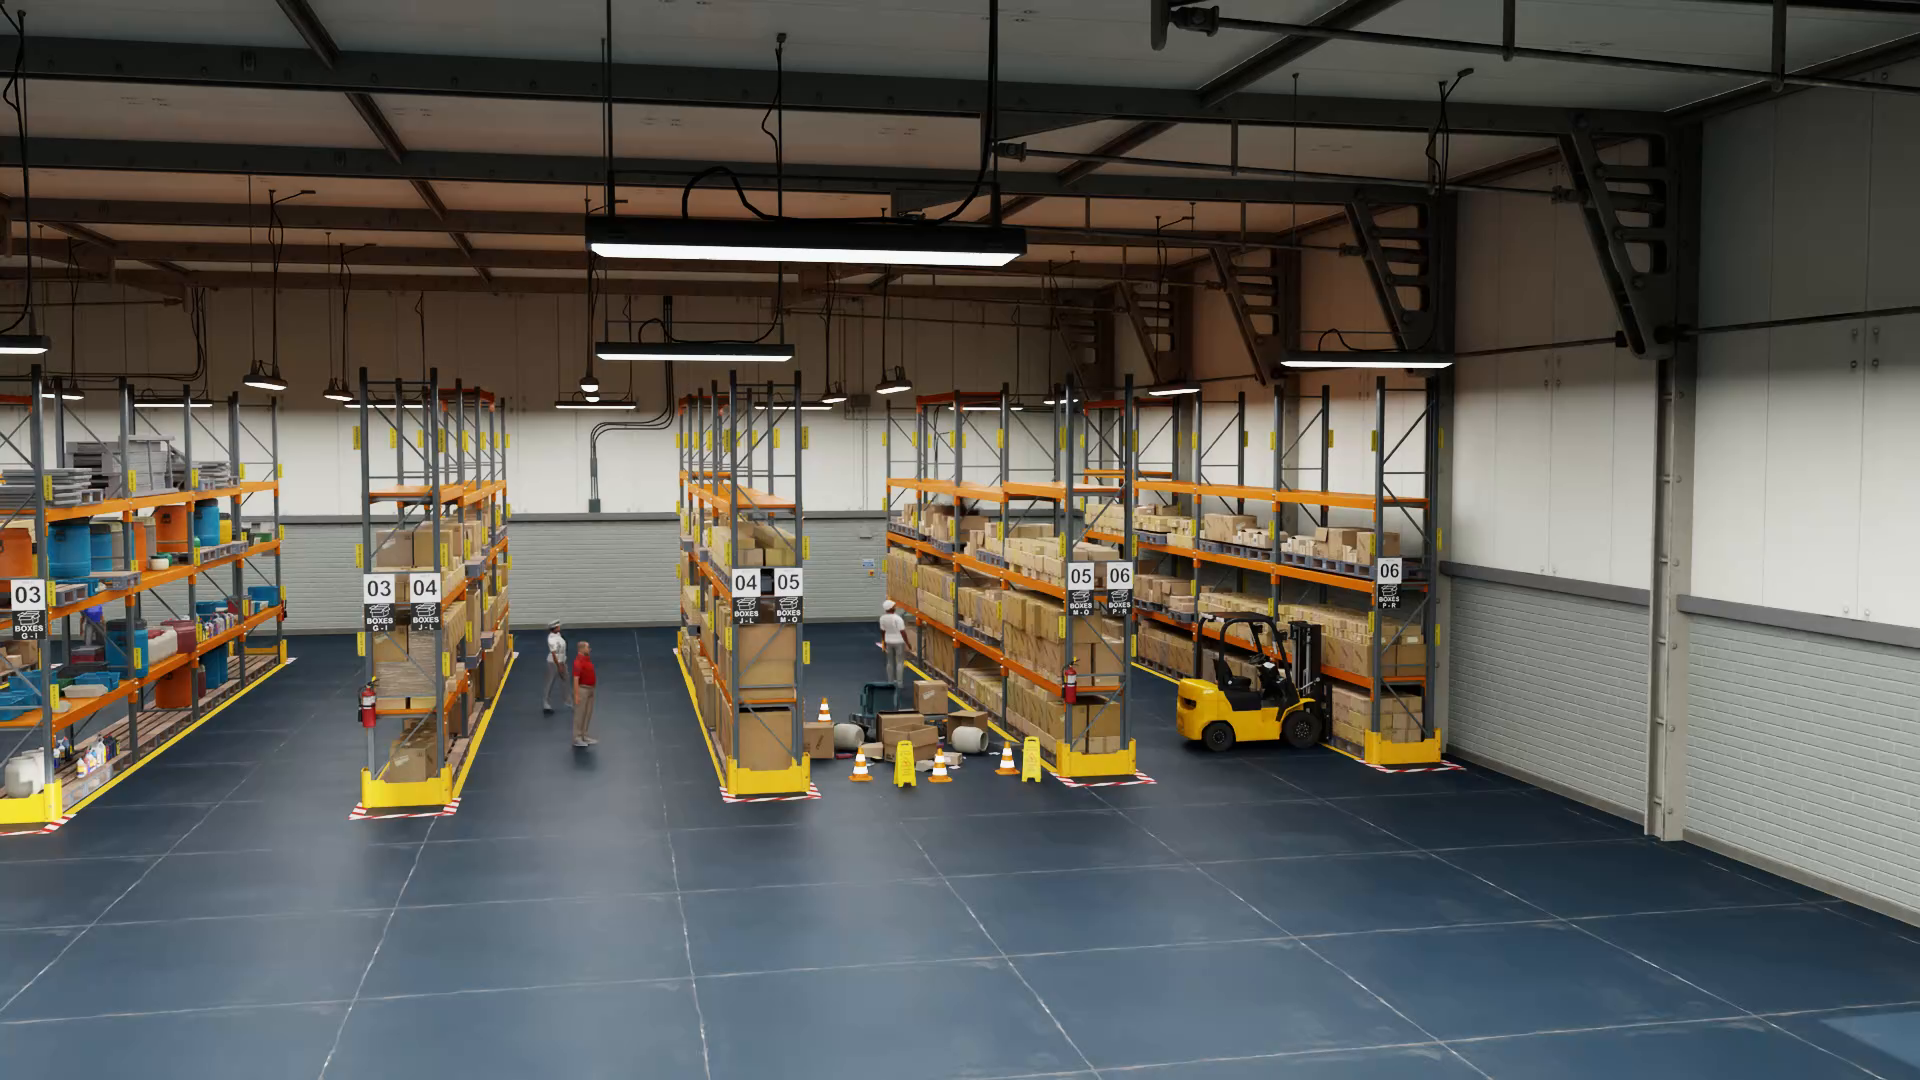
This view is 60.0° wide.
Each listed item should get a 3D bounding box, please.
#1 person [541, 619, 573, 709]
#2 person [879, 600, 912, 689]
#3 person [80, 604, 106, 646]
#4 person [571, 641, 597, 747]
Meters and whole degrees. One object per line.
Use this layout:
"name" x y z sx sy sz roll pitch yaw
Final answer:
"person" -7.522 2.321 31.164 0.567 1.711 0.625 1 4 16
"person" -1.249 2.039 32.773 0.626 1.734 0.629 1 4 19
"person" -19.467 1.969 37.349 0.534 1.606 0.951 -1 4 -19
"person" -6.169 2.516 27.307 0.368 1.732 0.652 1 3 9
